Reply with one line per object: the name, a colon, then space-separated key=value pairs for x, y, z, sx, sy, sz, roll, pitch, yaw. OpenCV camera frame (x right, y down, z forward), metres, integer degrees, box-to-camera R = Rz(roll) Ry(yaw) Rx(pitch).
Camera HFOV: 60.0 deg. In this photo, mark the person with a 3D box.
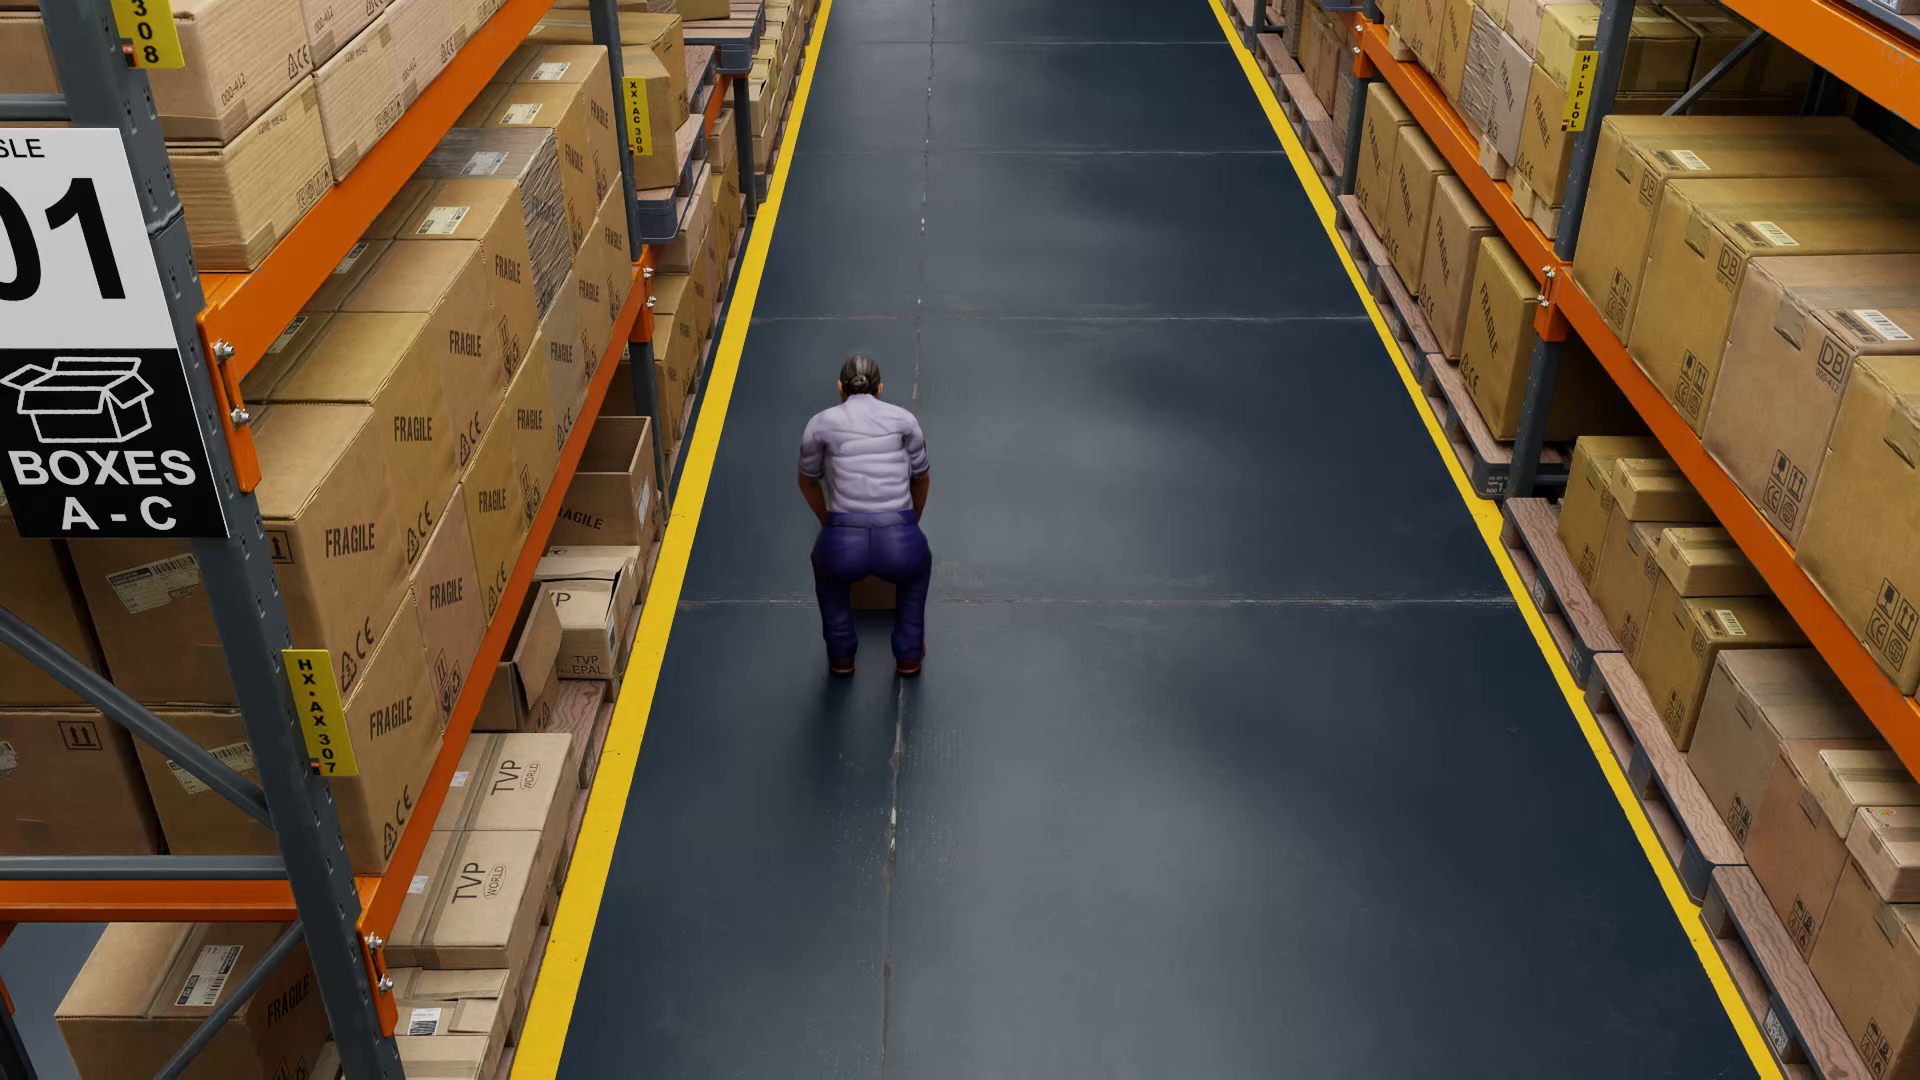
person: x=-0.382 y=-0.052 z=6.653 sx=0.537 sy=1.214 sz=0.731 roll=0 pitch=32 yaw=0
